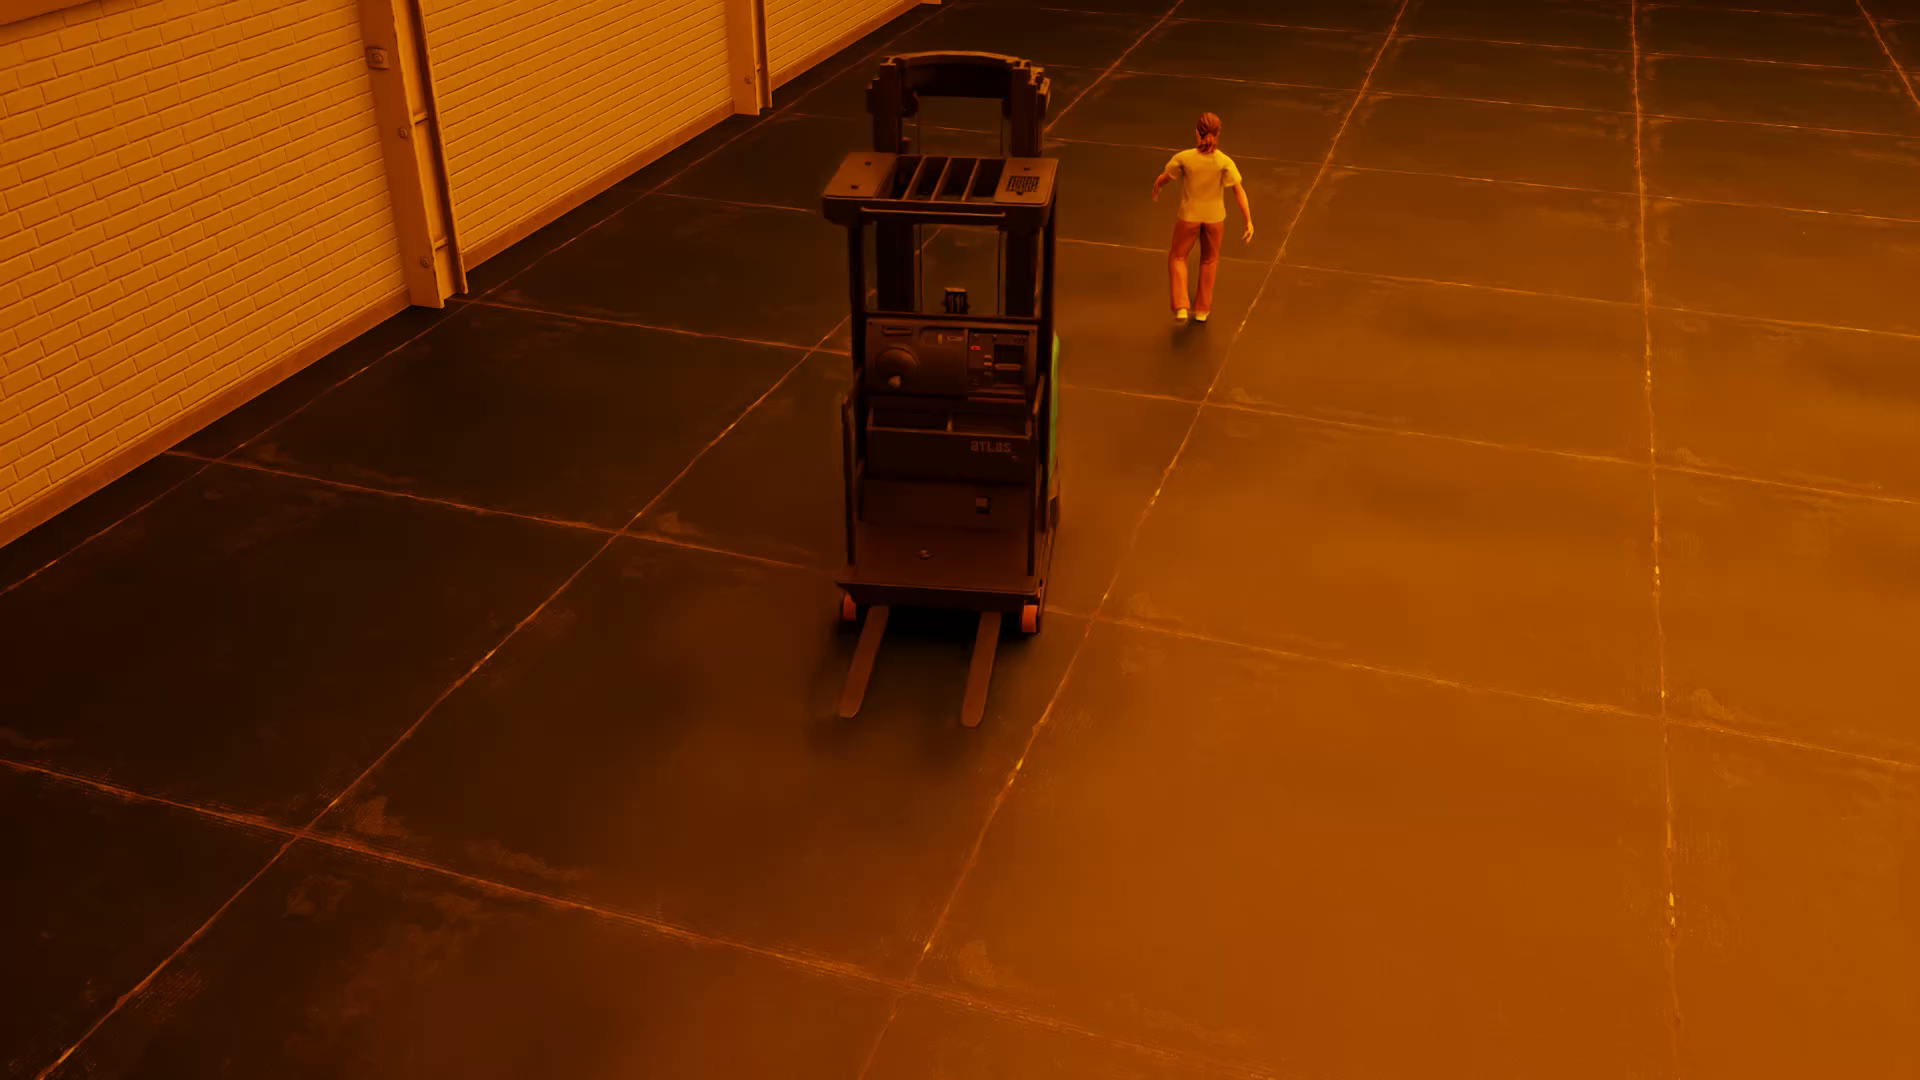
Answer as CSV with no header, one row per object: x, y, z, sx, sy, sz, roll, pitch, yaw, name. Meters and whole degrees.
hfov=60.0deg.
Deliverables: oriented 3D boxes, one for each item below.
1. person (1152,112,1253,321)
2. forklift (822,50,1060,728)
1.844,-2.433,12.699,0.773,1.660,0.647,3,30,5,person
-0.074,-0.937,8.780,1.130,2.935,3.031,3,30,6,forklift
